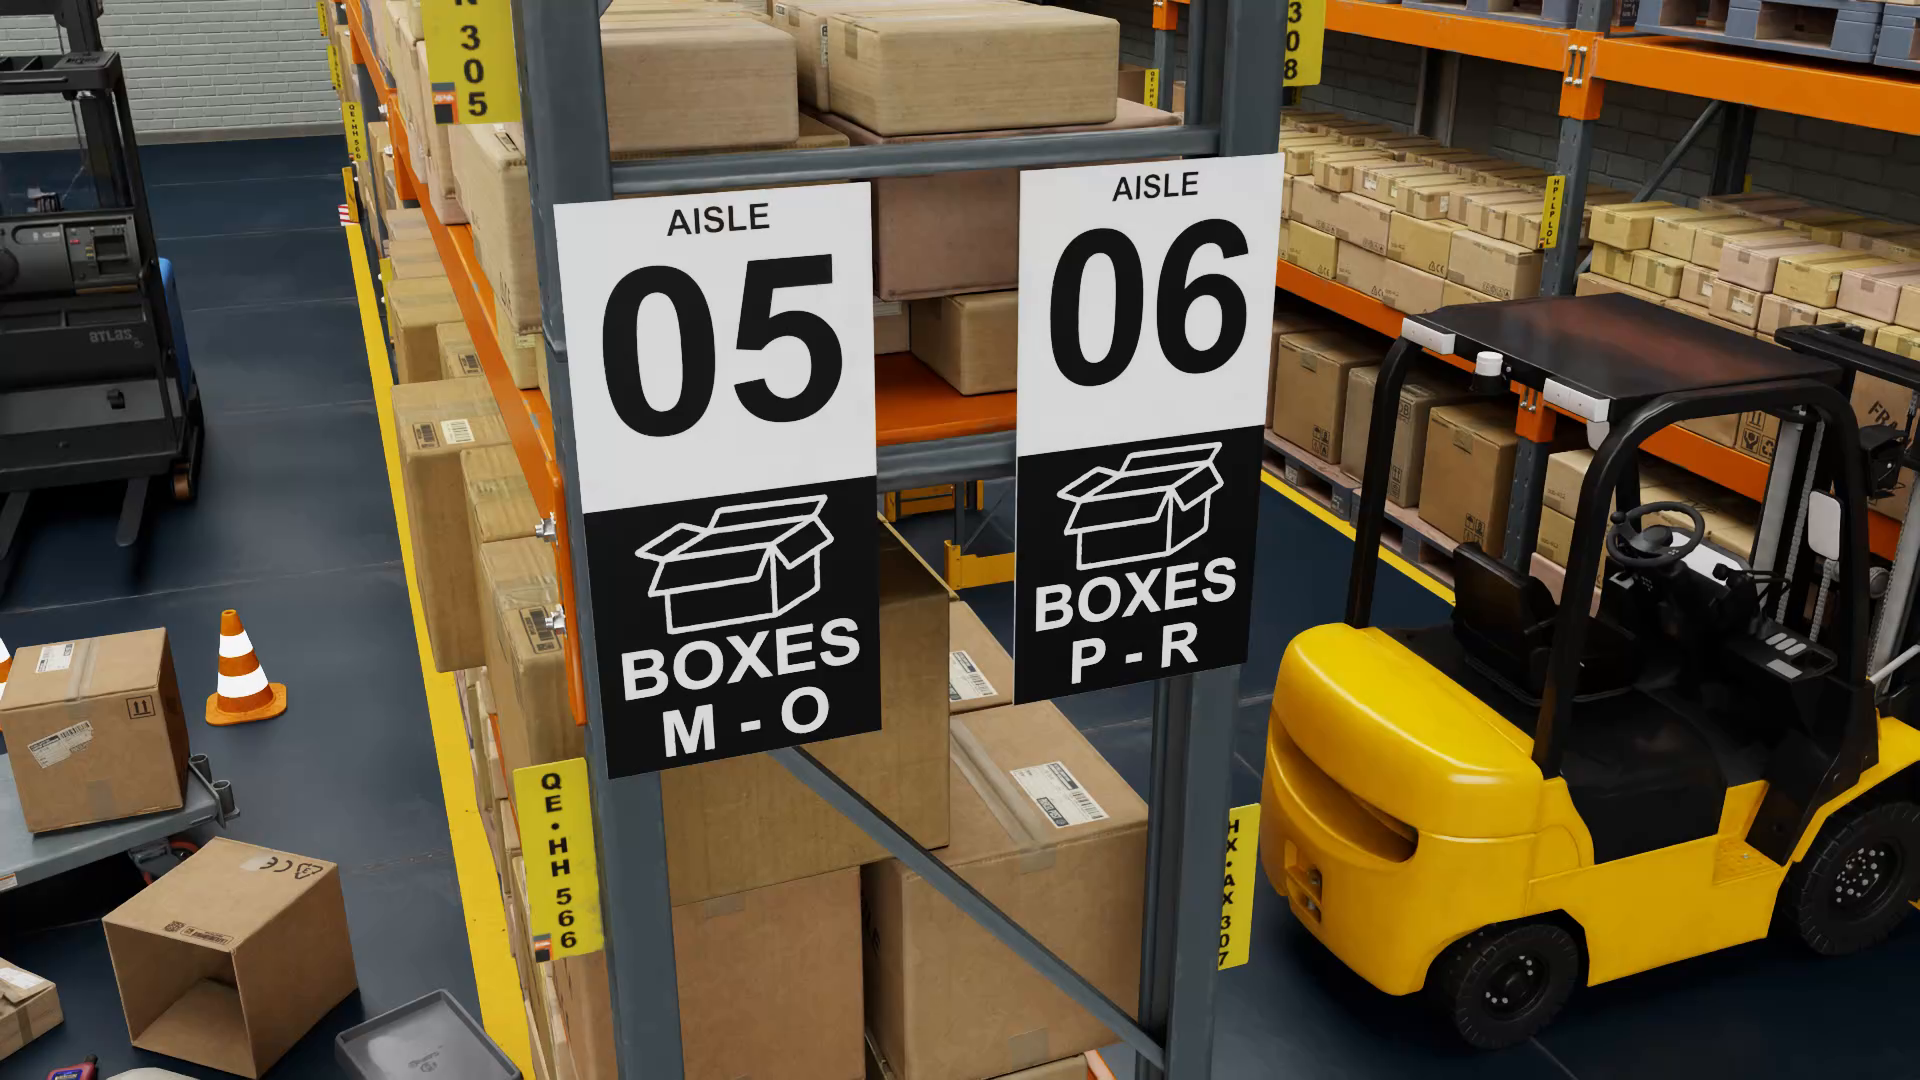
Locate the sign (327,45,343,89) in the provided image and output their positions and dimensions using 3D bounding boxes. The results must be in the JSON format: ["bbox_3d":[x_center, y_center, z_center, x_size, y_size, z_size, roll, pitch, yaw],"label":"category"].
[{"bbox_3d":[-4.806,-3.645,12.820,0.100,0.325,0.005,-8,24,-19],"label":"sign"}]

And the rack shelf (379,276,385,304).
[{"bbox_3d":[-2.168,-0.775,8.152,1.077,0.370,4.000,-8,24,-19],"label":"rack shelf"}]

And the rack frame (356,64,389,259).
[{"bbox_3d":[-2.875,-1.833,9.737,1.000,3.000,0.127,-8,24,-19],"label":"rack frame"}]

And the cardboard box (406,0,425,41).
[{"bbox_3d":[-1.017,-1.195,3.658,0.380,0.149,0.250,-8,24,-18],"label":"cardboard box"}]

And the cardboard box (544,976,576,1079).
[{"bbox_3d":[-0.768,1.123,3.921,0.380,0.149,0.250,-8,24,-17],"label":"cardboard box"}]

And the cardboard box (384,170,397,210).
[{"bbox_3d":[-2.378,-1.451,7.779,0.500,0.500,0.500,-9,25,-21],"label":"cardboard box"}]

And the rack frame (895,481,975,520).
[{"bbox_3d":[-0.149,-0.845,9.323,0.500,1.500,0.032,-8,24,-19],"label":"rack frame"}]

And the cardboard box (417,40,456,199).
[{"bbox_3d":[-0.846,-0.896,3.462,0.500,0.250,0.500,-8,24,-18],"label":"cardboard box"}]

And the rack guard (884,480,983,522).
[{"bbox_3d":[-0.149,-0.268,9.565,0.587,0.250,0.087,-8,24,-19],"label":"rack guard"}]

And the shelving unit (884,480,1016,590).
[{"bbox_3d":[0.027,-0.663,8.893,0.587,1.500,1.083,-8,24,-19],"label":"shelving unit"}]

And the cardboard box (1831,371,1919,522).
[{"bbox_3d":[3.631,-0.355,6.100,0.500,0.500,0.500,-8,24,-19],"label":"cardboard box"}]

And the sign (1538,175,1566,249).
[{"bbox_3d":[2.677,-1.481,7.513,0.100,0.325,0.005,-8,24,-19],"label":"sign"}]

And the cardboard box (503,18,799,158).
[{"bbox_3d":[-0.444,-0.642,2.347,0.380,0.149,0.250,-8,24,-18],"label":"cardboard box"}]

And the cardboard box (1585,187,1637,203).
[{"bbox_3d":[3.212,-1.669,8.383,0.380,0.149,0.250,-9,25,-21],"label":"cardboard box"}]

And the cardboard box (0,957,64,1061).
[{"bbox_3d":[-3.182,1.471,5.419,0.396,0.266,0.258,12,26,27],"label":"cardboard box"}]

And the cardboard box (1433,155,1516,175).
[{"bbox_3d":[2.856,-2.035,9.251,0.380,0.149,0.250,-9,24,-19],"label":"cardboard box"}]

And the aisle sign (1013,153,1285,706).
[{"bbox_3d":[0.263,-0.144,2.383,0.394,0.787,0.004,-8,24,-19],"label":"aisle sign"}]

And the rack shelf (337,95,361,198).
[{"bbox_3d":[-4.994,-3.682,15.049,1.077,0.370,4.000,-8,24,-19],"label":"rack shelf"}]

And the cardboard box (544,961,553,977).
[{"bbox_3d":[-0.764,0.821,3.764,0.380,0.149,0.250,-8,24,-18],"label":"cardboard box"}]

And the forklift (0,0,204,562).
[{"bbox_3d":[-5.140,-1.625,9.332,1.130,2.935,3.031,-8,24,-19],"label":"forklift"}]

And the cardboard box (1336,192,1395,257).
[{"bbox_3d":[2.405,-1.739,9.063,0.500,0.250,0.500,-8,24,-18],"label":"cardboard box"}]

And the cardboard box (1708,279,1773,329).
[{"bbox_3d":[3.276,-0.970,6.727,0.380,0.149,0.250,-8,24,-18],"label":"cardboard box"}]

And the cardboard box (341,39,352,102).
[{"bbox_3d":[-4.021,-3.230,11.636,0.500,0.500,0.500,-9,24,-20],"label":"cardboard box"}]

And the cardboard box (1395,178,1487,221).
[{"bbox_3d":[2.490,-1.765,8.613,0.380,0.149,0.250,-9,25,-21],"label":"cardboard box"}]

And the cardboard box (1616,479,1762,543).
[{"bbox_3d":[3.229,-0.043,7.203,0.500,0.250,0.500,-8,24,-19],"label":"cardboard box"}]

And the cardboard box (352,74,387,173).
[{"bbox_3d":[-3.302,-2.492,9.884,0.500,0.500,0.500,-9,24,-20],"label":"cardboard box"}]

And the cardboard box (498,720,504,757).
[{"bbox_3d":[-0.844,0.366,4.007,0.500,0.500,0.500,-8,24,-19],"label":"cardboard box"}]

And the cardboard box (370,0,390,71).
[{"bbox_3d":[-1.562,-1.632,5.209,0.500,0.250,0.500,-9,24,-20],"label":"cardboard box"}]

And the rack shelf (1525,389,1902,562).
[{"bbox_3d":[3.887,-0.004,6.323,1.077,0.370,4.000,-8,24,-19],"label":"rack shelf"}]

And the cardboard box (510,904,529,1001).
[{"bbox_3d":[-1.117,1.330,5.231,0.500,0.250,0.500,-9,24,-20],"label":"cardboard box"}]

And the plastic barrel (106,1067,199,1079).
[{"bbox_3d":[-2.194,1.718,4.628,0.512,0.421,0.421,8,24,18],"label":"plastic barrel"}]

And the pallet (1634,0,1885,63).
[{"bbox_3d":[3.506,-2.097,6.615,1.003,0.211,1.213,-8,24,-19],"label":"pallet"}]

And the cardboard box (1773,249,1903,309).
[{"bbox_3d":[3.403,-1.015,6.450,0.380,0.149,0.250,-9,24,-20],"label":"cardboard box"}]

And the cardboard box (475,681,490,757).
[{"bbox_3d":[-1.334,0.541,5.303,0.380,0.149,0.250,-7,24,-17],"label":"cardboard box"}]

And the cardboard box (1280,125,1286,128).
[{"bbox_3d":[1.815,-2.517,10.397,0.380,0.149,0.250,-8,24,-18],"label":"cardboard box"}]

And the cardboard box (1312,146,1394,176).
[{"bbox_3d":[2.253,-2.155,9.538,0.380,0.149,0.250,-8,24,-19],"label":"cardboard box"}]

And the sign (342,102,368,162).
[{"bbox_3d":[-3.393,-2.289,9.328,0.100,0.325,0.005,-8,24,-19],"label":"sign"}]

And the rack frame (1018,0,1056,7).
[{"bbox_3d":[0.355,-3.969,14.804,1.000,3.000,0.127,-8,24,-19],"label":"rack frame"}]

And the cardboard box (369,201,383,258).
[{"bbox_3d":[-3.296,-1.912,10.117,0.500,0.250,0.500,-9,25,-21],"label":"cardboard box"}]

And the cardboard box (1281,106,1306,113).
[{"bbox_3d":[2.072,-2.770,10.996,0.380,0.149,0.250,-8,24,-17],"label":"cardboard box"}]

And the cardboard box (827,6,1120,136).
[{"bbox_3d":[0.017,-0.717,2.524,0.380,0.149,0.250,-9,24,-19],"label":"cardboard box"}]

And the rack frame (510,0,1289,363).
[{"bbox_3d":[-0.048,-1.691,1.675,1.000,3.000,0.127,-8,24,-19],"label":"rack frame"}]

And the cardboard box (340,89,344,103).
[{"bbox_3d":[-5.069,-3.833,14.353,0.500,0.500,0.500,-9,24,-20],"label":"cardboard box"}]

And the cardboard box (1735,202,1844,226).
[{"bbox_3d":[3.626,-1.373,7.298,0.380,0.149,0.250,-9,24,-20],"label":"cardboard box"}]

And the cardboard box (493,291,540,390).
[{"bbox_3d":[-0.555,-0.370,2.727,0.380,0.149,0.250,-8,24,-19],"label":"cardboard box"}]

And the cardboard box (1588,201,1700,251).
[{"bbox_3d":[3.016,-1.388,7.333,0.380,0.149,0.250,-8,24,-18],"label":"cardboard box"}]

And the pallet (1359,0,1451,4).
[{"bbox_3d":[2.489,-3.170,9.291,1.003,0.211,1.213,-7,24,-17],"label":"pallet"}]

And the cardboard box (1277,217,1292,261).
[{"bbox_3d":[2.057,-1.882,10.046,0.500,0.250,0.500,-9,25,-21],"label":"cardboard box"}]

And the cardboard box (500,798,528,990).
[{"bbox_3d":[-1.124,0.981,5.094,0.500,0.500,0.500,-7,24,-16],"label":"cardboard box"}]

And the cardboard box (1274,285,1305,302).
[{"bbox_3d":[1.975,-1.386,11.193,0.875,0.625,0.625,-8,24,-17],"label":"cardboard box"}]

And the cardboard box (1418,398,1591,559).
[{"bbox_3d":[2.986,-0.349,8.733,0.875,0.625,0.625,-7,24,-17],"label":"cardboard box"}]

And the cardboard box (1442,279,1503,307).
[{"bbox_3d":[2.758,-1.140,8.286,0.500,0.250,0.500,-8,24,-18],"label":"cardboard box"}]

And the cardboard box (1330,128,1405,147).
[{"bbox_3d":[2.475,-2.402,10.124,0.380,0.149,0.250,-8,24,-19],"label":"cardboard box"}]

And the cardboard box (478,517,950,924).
[{"bbox_3d":[-0.433,0.274,2.938,0.700,0.500,0.500,-9,24,-20],"label":"cardboard box"}]

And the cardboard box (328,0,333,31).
[{"bbox_3d":[-5.242,-4.479,14.599,0.500,0.500,0.500,-8,24,-19],"label":"cardboard box"}]

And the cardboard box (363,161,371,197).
[{"bbox_3d":[-3.468,-2.321,10.444,0.500,0.250,0.500,-9,24,-20],"label":"cardboard box"}]

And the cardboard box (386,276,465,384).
[{"bbox_3d":[-1.197,-0.459,4.678,0.700,0.500,0.500,-9,24,-20],"label":"cardboard box"}]

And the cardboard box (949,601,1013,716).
[{"bbox_3d":[-0.142,0.493,3.707,0.500,0.500,0.500,-8,24,-17],"label":"cardboard box"}]
